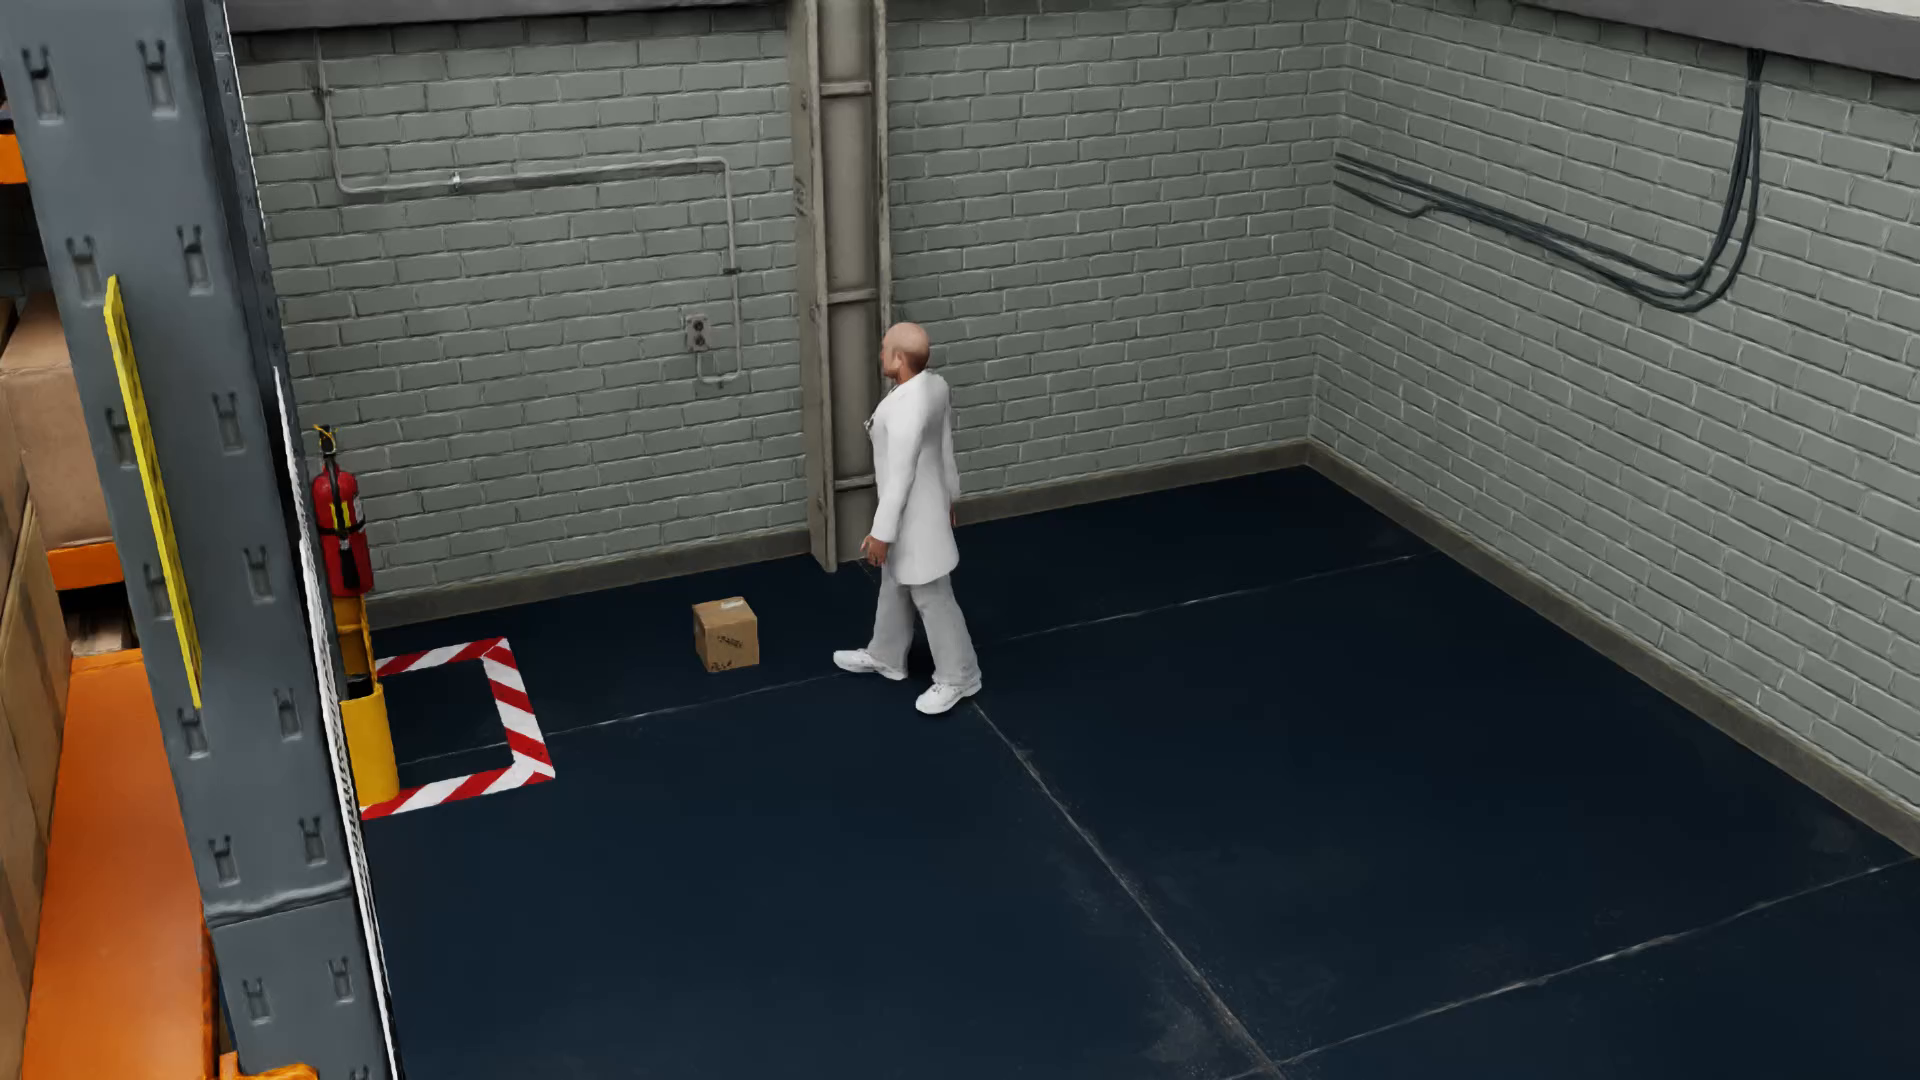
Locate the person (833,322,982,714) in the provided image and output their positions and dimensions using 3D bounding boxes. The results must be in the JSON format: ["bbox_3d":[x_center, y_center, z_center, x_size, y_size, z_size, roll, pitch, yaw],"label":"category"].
[{"bbox_3d":[-0.257,-0.099,7.317,0.725,1.770,0.596,2,26,4],"label":"person"}]
